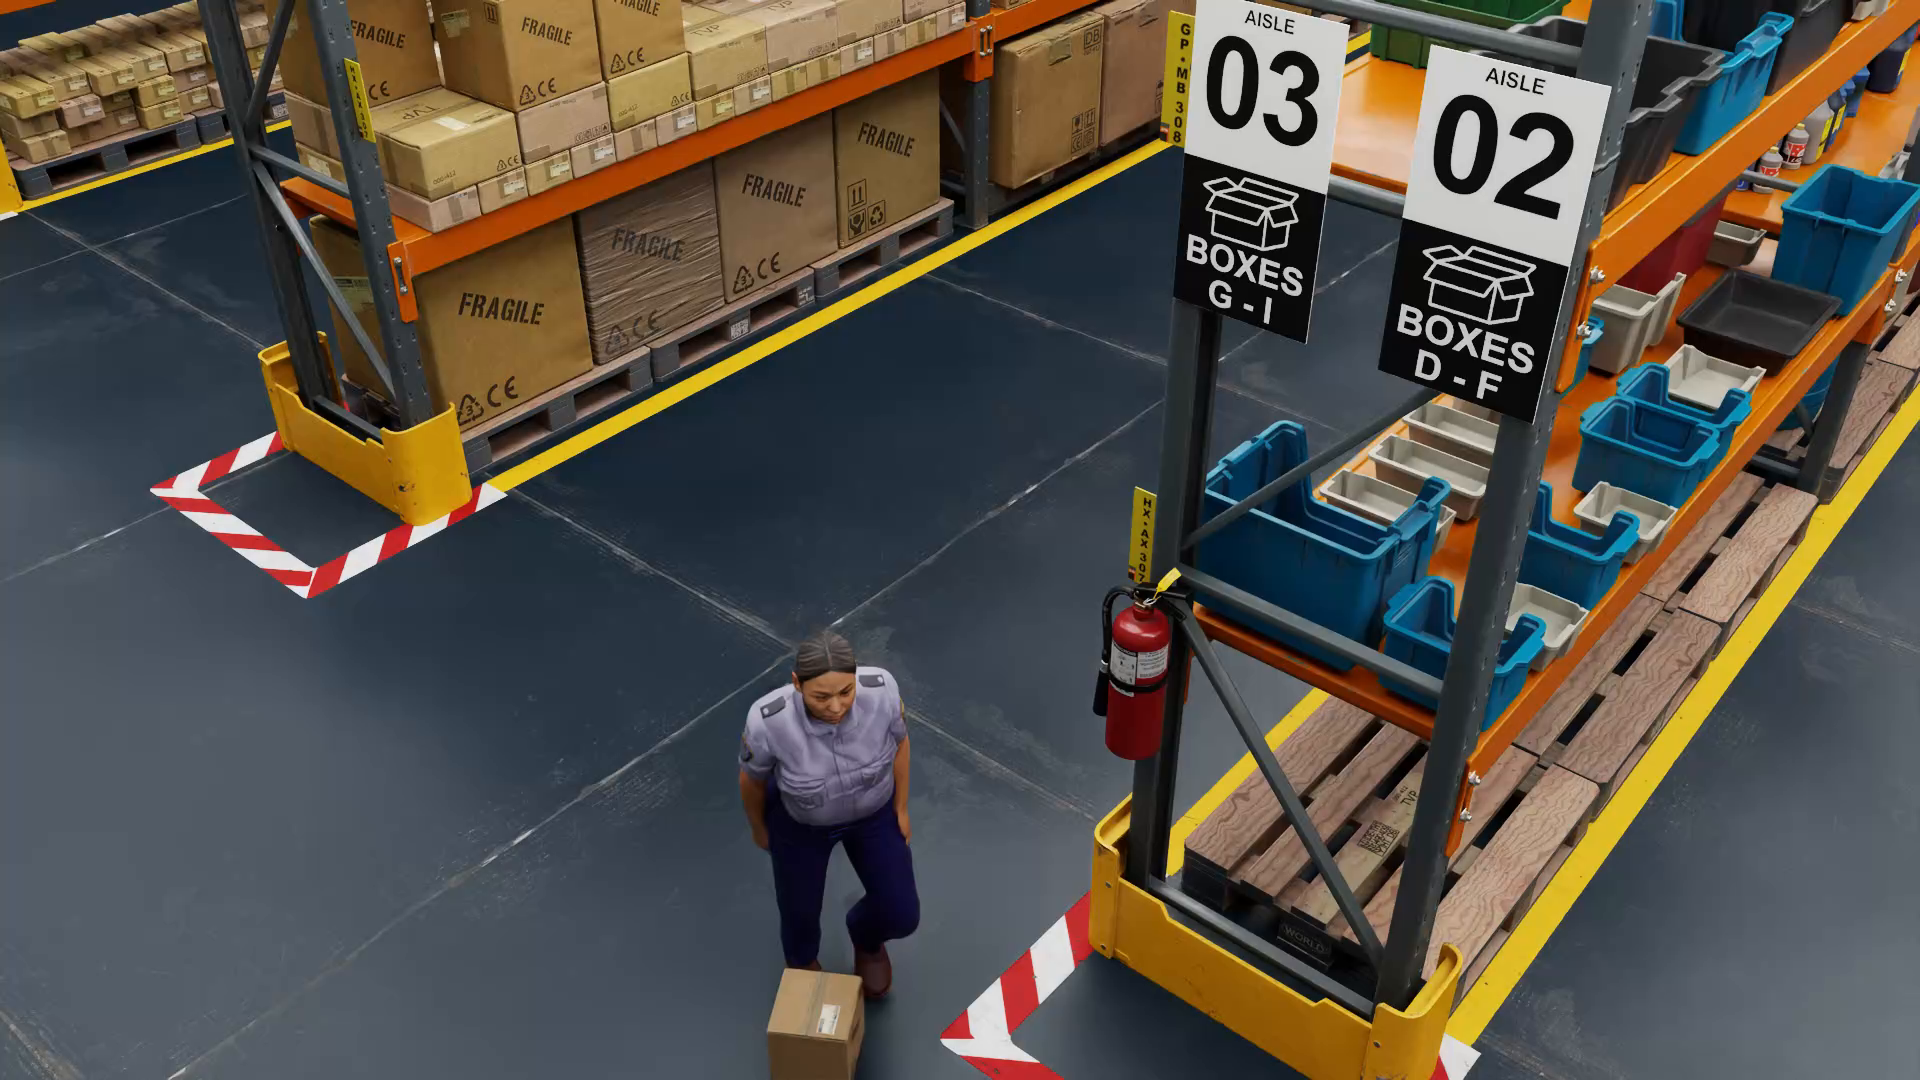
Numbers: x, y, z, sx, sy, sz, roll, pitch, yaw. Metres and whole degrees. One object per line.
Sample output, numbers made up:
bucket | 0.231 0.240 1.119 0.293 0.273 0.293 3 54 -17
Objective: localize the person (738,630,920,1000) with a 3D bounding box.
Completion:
person | -0.395 0.843 4.973 0.504 1.603 0.521 -10 37 -14
